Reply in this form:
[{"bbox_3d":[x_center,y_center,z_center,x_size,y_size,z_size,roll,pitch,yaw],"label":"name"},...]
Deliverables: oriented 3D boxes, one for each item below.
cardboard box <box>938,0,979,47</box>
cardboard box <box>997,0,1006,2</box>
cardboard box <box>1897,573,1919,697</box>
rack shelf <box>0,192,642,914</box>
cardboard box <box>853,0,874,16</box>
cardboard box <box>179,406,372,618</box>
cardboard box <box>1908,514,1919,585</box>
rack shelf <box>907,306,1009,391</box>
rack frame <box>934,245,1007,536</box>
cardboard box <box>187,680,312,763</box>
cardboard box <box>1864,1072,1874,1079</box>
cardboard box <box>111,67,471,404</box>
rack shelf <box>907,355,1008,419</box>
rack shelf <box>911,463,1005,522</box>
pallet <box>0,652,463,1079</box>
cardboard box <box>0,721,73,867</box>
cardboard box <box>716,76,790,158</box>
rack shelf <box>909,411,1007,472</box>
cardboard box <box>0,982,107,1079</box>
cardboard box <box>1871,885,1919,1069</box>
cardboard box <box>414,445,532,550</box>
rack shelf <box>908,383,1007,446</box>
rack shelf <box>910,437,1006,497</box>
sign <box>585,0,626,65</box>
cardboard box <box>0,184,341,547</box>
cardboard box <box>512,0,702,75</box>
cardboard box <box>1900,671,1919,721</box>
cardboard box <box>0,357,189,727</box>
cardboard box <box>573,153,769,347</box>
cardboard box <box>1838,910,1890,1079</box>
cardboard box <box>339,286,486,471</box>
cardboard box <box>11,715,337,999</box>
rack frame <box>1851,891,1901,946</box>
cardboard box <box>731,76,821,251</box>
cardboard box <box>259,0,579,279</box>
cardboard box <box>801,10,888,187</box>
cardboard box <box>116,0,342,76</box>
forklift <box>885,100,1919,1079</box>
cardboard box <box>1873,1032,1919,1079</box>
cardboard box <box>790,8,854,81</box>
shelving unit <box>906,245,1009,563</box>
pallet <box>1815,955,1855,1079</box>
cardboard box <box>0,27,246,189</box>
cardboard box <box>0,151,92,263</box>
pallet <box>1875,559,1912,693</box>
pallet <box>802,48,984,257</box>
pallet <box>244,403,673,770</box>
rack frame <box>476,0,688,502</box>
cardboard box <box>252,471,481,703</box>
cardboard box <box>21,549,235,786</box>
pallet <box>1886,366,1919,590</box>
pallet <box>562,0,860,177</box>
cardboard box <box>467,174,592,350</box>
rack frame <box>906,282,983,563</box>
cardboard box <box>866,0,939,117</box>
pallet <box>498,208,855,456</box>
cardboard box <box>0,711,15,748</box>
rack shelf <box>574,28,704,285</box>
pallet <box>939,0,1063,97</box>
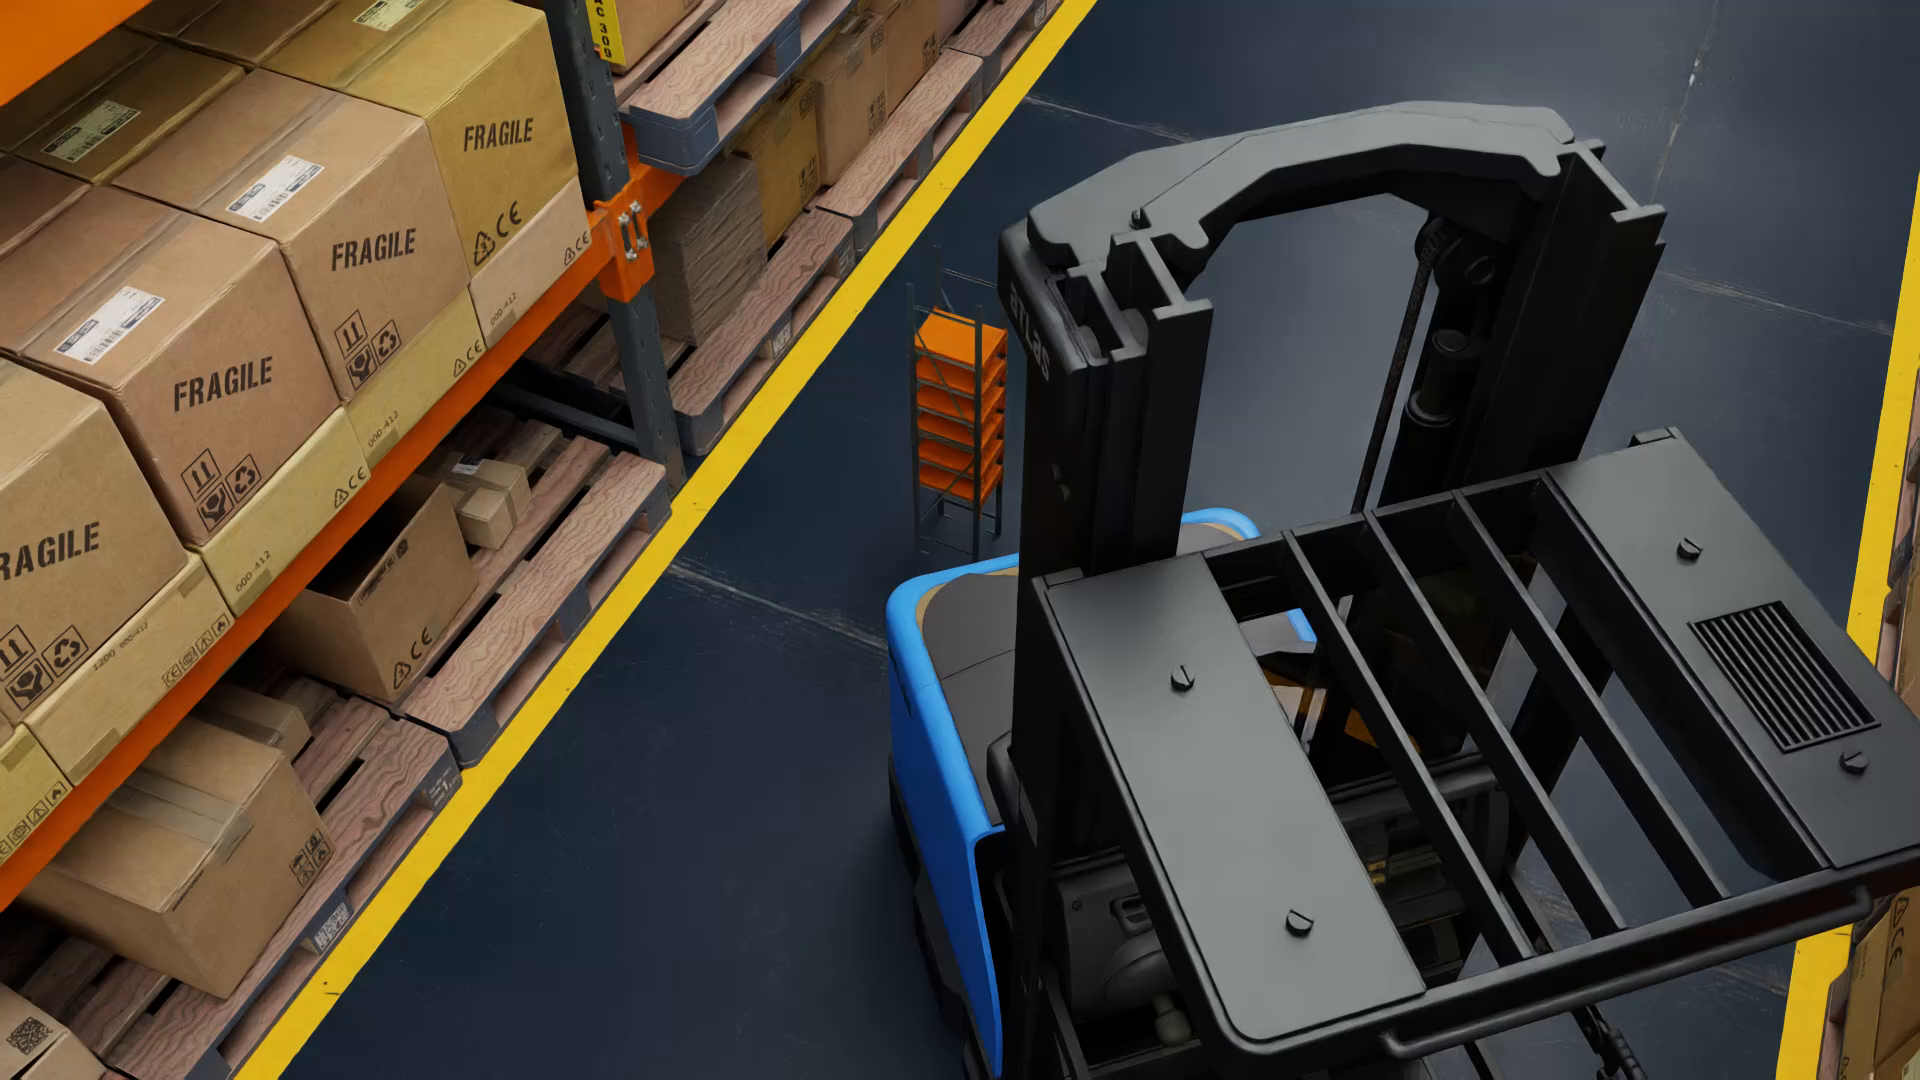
[{"bbox_3d":[-0.326,-2.562,7.313,0.700,0.500,0.500,20,52,16],"label":"cardboard box"},{"bbox_3d":[-0.001,-2.879,7.582,0.700,0.500,0.500,20,53,17],"label":"cardboard box"},{"bbox_3d":[3.164,0.332,5.028,0.500,0.250,0.500,19,52,16],"label":"cardboard box"},{"bbox_3d":[-2.304,0.306,3.993,1.077,0.370,4.000,20,52,16],"label":"rack shelf"},{"bbox_3d":[-0.517,-2.394,6.677,0.500,0.250,0.500,20,52,16],"label":"cardboard box"},{"bbox_3d":[-1.799,-0.146,3.990,0.500,0.250,0.500,20,52,16],"label":"cardboard box"},{"bbox_3d":[3.382,-0.020,5.328,0.500,0.250,0.500,21,53,17],"label":"cardboard box"},{"bbox_3d":[-0.006,-0.583,5.044,0.258,0.103,0.180,20,52,16],"label":"rack shelf"},{"bbox_3d":[0.033,-0.442,5.338,0.240,1.200,0.006,20,52,16],"label":"rack frame"},{"bbox_3d":[-2.151,0.572,4.877,0.380,0.149,0.250,16,51,13],"label":"cardboard box"},{"bbox_3d":[2.341,1.623,3.929,0.500,0.250,0.500,20,52,16],"label":"cardboard box"},{"bbox_3d":[-1.580,-0.734,3.998,0.500,0.500,0.500,20,52,16],"label":"cardboard box"},{"bbox_3d":[-0.006,-0.506,5.136,0.258,0.103,0.180,20,52,16],"label":"rack shelf"},{"bbox_3d":[-0.006,-0.195,5.501,0.258,0.103,0.180,20,52,16],"label":"rack shelf"},{"bbox_3d":[-2.224,0.916,4.832,1.003,0.211,1.213,20,52,16],"label":"pallet"},{"bbox_3d":[-2.231,0.548,3.399,0.500,0.250,0.500,19,52,16],"label":"cardboard box"},{"bbox_3d":[-0.965,-1.697,6.084,0.500,0.250,0.500,19,52,15],"label":"cardboard box"},{"bbox_3d":[-0.006,-0.350,5.318,0.258,0.103,0.180,20,52,16],"label":"rack shelf"},{"bbox_3d":[-2.538,1.339,4.118,0.500,0.311,0.500,24,54,19],"label":"cardboard box"},{"bbox_3d":[2.550,1.034,3.938,0.500,0.500,0.500,20,52,16],"label":"cardboard box"},{"bbox_3d":[-1.651,-0.151,5.480,0.380,0.166,0.250,14,51,11],"label":"cardboard box"},{"bbox_3d":[-0.006,-0.428,5.227,0.258,0.103,0.180,20,52,16],"label":"rack shelf"},{"bbox_3d":[-0.006,-0.272,5.410,0.258,0.103,0.180,20,52,16],"label":"rack shelf"},{"bbox_3d":[-0.956,-1.414,4.415,0.100,0.325,0.005,20,52,16],"label":"sign"},{"bbox_3d":[-1.805,-0.390,3.706,0.500,0.500,0.500,18,52,15],"label":"cardboard box"},{"bbox_3d":[-1.201,-1.819,4.974,0.700,0.500,0.500,20,52,16],"label":"cardboard box"},{"bbox_3d":[2.946,0.680,4.732,0.500,0.250,0.500,19,52,16],"label":"cardboard box"},{"bbox_3d":[-2.026,-0.032,3.401,0.500,0.500,0.500,21,53,17],"label":"cardboard box"},{"bbox_3d":[-1.150,-1.149,6.111,0.700,0.500,0.500,21,53,17],"label":"cardboard box"},{"bbox_3d":[2.559,1.280,4.221,0.500,0.250,0.500,20,52,16],"label":"cardboard box"},{"bbox_3d":[-1.598,-0.497,4.289,0.500,0.250,0.500,20,52,16],"label":"cardboard box"},{"bbox_3d":[-2.179,0.789,4.462,0.700,0.500,0.500,17,52,14],"label":"cardboard box"},{"bbox_3d":[3.031,0.305,3.521,1.000,3.000,0.127,20,52,16],"label":"rack frame"},{"bbox_3d":[-0.975,-1.522,6.428,0.700,0.500,0.500,19,52,15],"label":"cardboard box"},{"bbox_3d":[-1.372,-1.079,4.292,0.500,0.500,0.500,20,52,16],"label":"cardboard box"},{"bbox_3d":[-0.720,-1.860,6.715,0.700,0.500,0.500,20,53,16],"label":"cardboard box"},{"bbox_3d":[-1.839,-1.250,4.437,0.500,0.500,0.500,19,52,15],"label":"cardboard box"},{"bbox_3d":[0.710,0.825,3.124,1.130,2.935,3.031,-13,51,-11],"label":"forklift"},{"bbox_3d":[2.343,1.381,3.643,0.500,0.500,0.500,20,52,16],"label":"cardboard box"},{"bbox_3d":[-0.746,-2.056,6.390,0.500,0.250,0.500,18,52,15],"label":"cardboard box"},{"bbox_3d":[-0.006,-0.379,5.285,0.258,1.200,0.189,20,52,16],"label":"shelving unit"},{"bbox_3d":[2.653,1.742,4.129,1.003,0.211,1.213,20,52,16],"label":"pallet"},{"bbox_3d":[-2.064,-0.895,4.135,0.500,0.500,0.500,20,52,16],"label":"cardboard box"},{"bbox_3d":[-2.281,-0.553,3.844,0.500,0.500,0.500,21,53,17],"label":"cardboard box"},{"bbox_3d":[3.310,0.688,5.026,1.003,0.211,1.213,20,52,16],"label":"pallet"},{"bbox_3d":[-0.598,-1.781,7.127,1.003,0.211,1.213,20,52,16],"label":"pallet"},{"bbox_3d":[-1.704,0.073,5.549,1.003,0.211,1.213,20,52,16],"label":"pallet"},{"bbox_3d":[-1.450,-1.305,4.891,1.000,3.000,0.127,20,52,16],"label":"rack frame"},{"bbox_3d":[-1.857,0.091,5.056,0.500,0.500,0.500,16,52,13],"label":"cardboard box"},{"bbox_3d":[-2.013,0.201,3.695,0.500,0.250,0.500,20,53,16],"label":"cardboard box"},{"bbox_3d":[3.830,-0.155,5.743,1.003,0.211,1.213,20,52,16],"label":"pallet"},{"bbox_3d":[-0.991,-1.721,5.371,1.003,0.211,1.213,20,52,16],"label":"pallet"},{"bbox_3d":[-1.378,-0.838,4.579,0.500,0.250,0.500,20,52,16],"label":"cardboard box"},{"bbox_3d":[-0.045,-0.316,5.231,0.240,1.200,0.006,20,52,16],"label":"rack frame"},{"bbox_3d":[-0.513,-2.210,7.014,0.700,0.500,0.500,20,52,16],"label":"cardboard box"},{"bbox_3d":[-1.118,-0.938,6.409,1.003,0.211,1.213,20,52,16],"label":"pallet"},{"bbox_3d":[-2.236,0.327,3.095,0.500,0.500,0.500,18,52,15],"label":"cardboard box"},{"bbox_3d":[-0.595,-2.449,6.336,1.077,0.370,4.000,20,52,16],"label":"rack shelf"},{"bbox_3d":[-0.076,-2.618,7.839,1.003,0.211,1.213,20,52,16],"label":"pallet"}]
